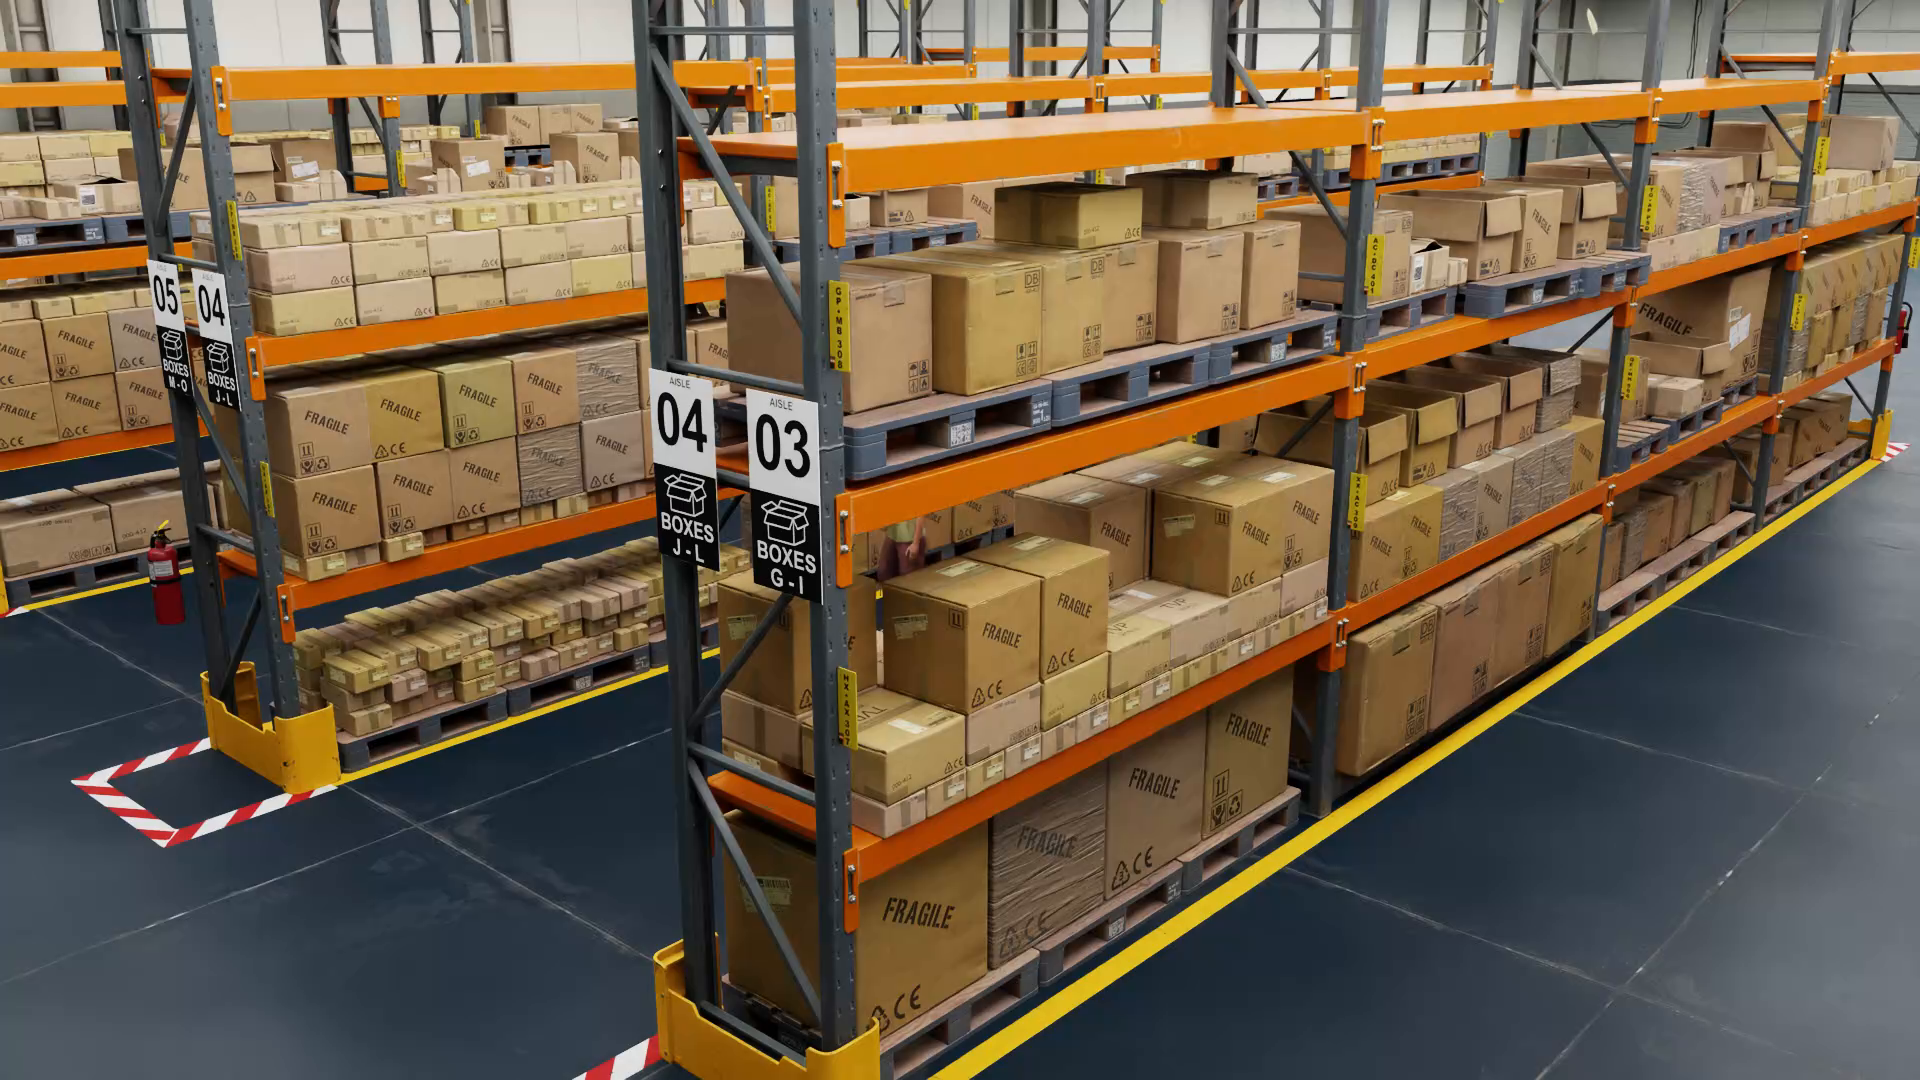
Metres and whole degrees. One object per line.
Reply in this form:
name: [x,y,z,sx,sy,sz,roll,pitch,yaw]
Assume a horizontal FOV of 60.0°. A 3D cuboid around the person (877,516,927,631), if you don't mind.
person: [-0.423,-0.018,12.594,0.357,1.677,0.559,-8,19,-23]
